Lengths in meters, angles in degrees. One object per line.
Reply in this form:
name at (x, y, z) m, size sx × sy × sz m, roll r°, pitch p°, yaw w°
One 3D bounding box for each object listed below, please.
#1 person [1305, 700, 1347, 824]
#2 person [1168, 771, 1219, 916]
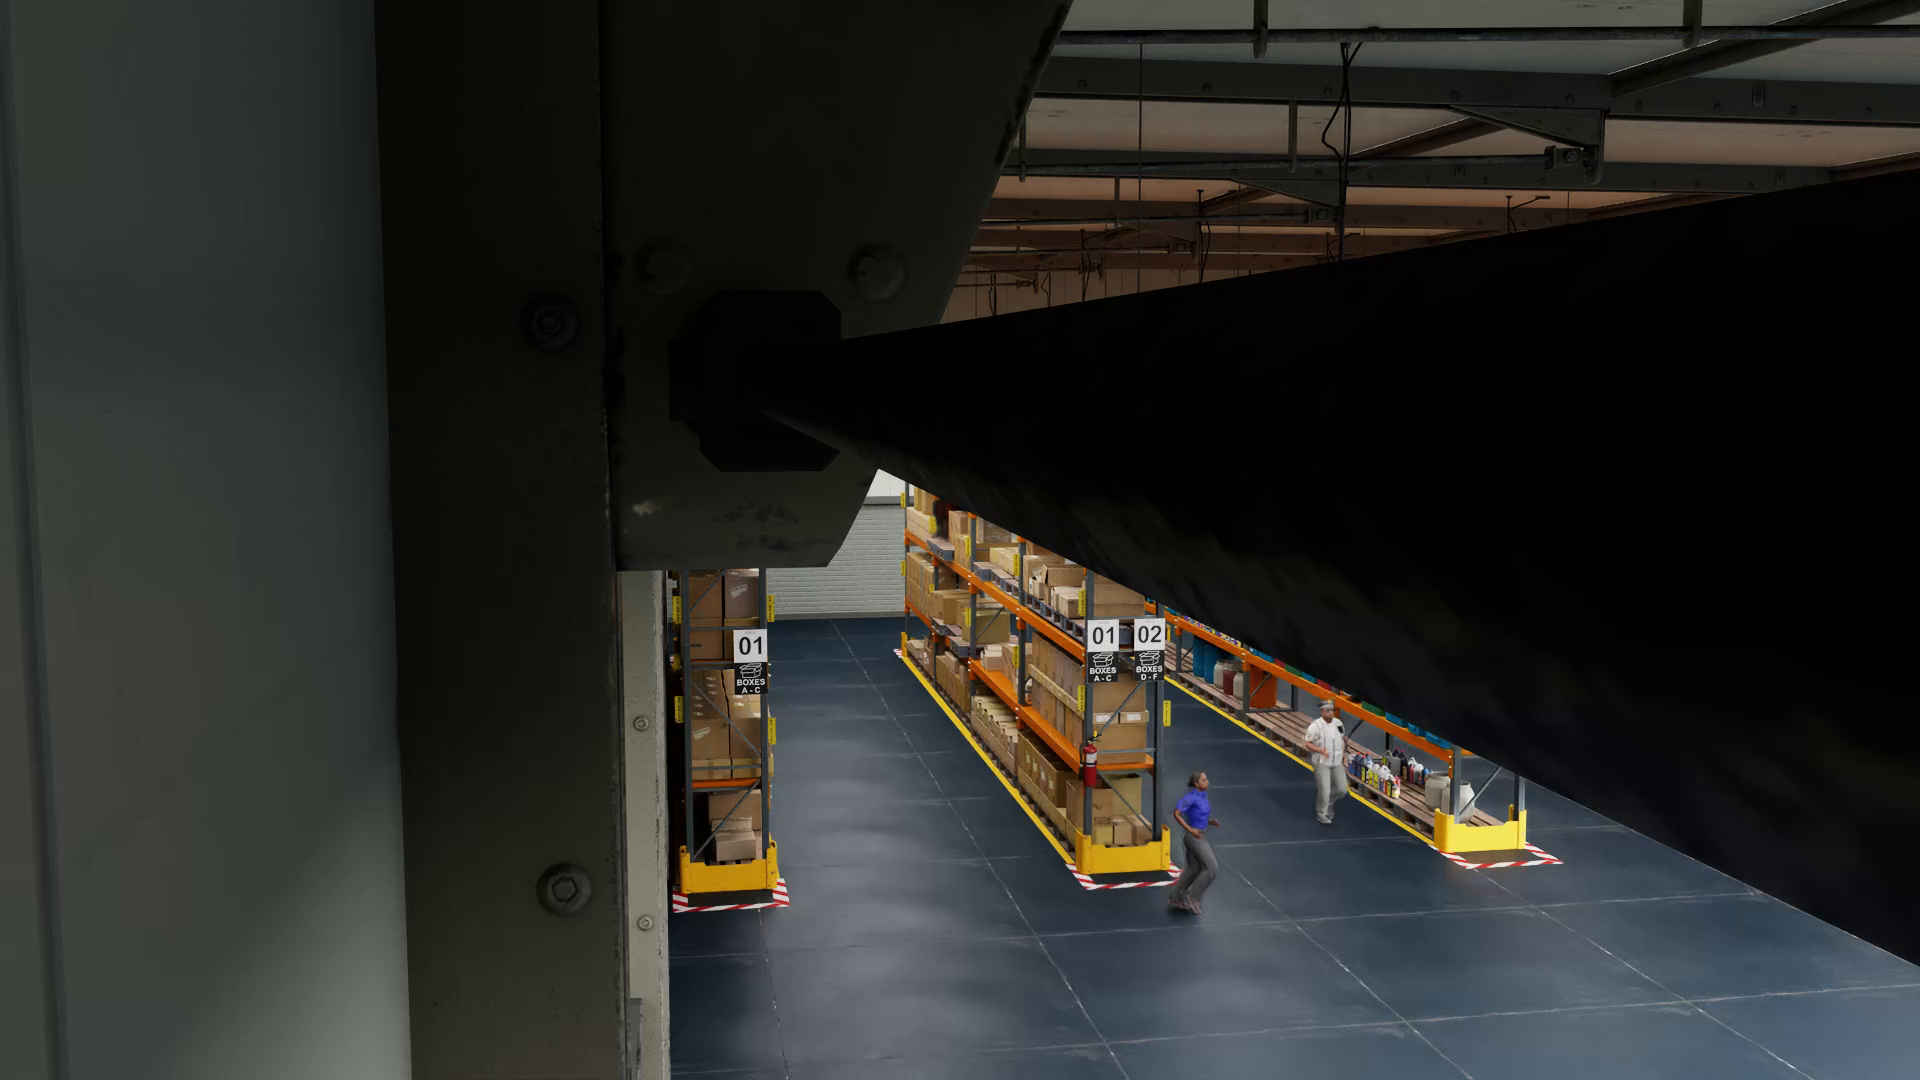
person at (5.126, 3.073, 23.030) m, size 0.653 × 1.736 × 0.583 m, roll -1°, pitch 6°, yaw -13°
person at (2.750, 3.521, 19.386) m, size 0.607 × 1.679 × 0.610 m, roll 2°, pitch 6°, yaw 19°
